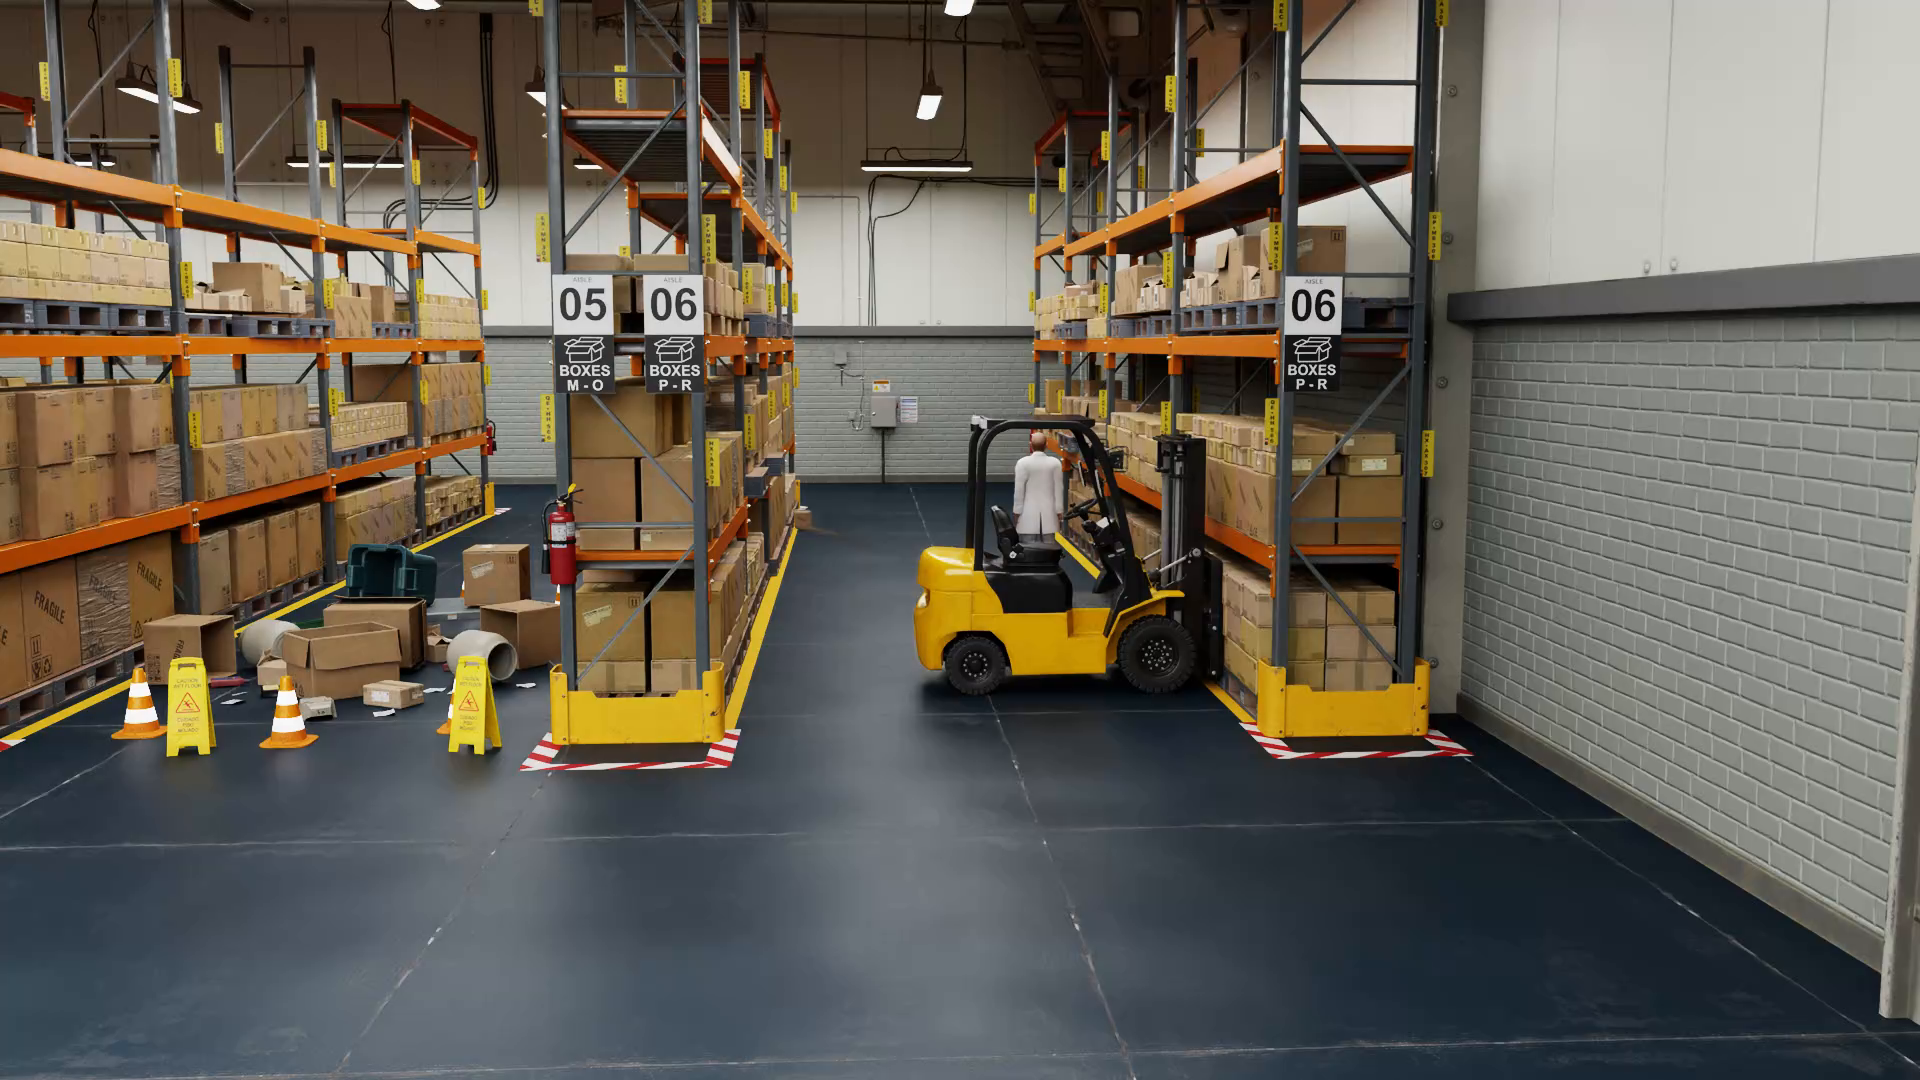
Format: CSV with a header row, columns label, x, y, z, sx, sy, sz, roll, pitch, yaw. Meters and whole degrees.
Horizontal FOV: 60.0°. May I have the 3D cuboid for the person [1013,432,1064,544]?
label,x,y,z,sx,sy,sz,roll,pitch,yaw
person,0.851,-0.292,18.246,0.564,1.783,0.373,-1,7,-8
